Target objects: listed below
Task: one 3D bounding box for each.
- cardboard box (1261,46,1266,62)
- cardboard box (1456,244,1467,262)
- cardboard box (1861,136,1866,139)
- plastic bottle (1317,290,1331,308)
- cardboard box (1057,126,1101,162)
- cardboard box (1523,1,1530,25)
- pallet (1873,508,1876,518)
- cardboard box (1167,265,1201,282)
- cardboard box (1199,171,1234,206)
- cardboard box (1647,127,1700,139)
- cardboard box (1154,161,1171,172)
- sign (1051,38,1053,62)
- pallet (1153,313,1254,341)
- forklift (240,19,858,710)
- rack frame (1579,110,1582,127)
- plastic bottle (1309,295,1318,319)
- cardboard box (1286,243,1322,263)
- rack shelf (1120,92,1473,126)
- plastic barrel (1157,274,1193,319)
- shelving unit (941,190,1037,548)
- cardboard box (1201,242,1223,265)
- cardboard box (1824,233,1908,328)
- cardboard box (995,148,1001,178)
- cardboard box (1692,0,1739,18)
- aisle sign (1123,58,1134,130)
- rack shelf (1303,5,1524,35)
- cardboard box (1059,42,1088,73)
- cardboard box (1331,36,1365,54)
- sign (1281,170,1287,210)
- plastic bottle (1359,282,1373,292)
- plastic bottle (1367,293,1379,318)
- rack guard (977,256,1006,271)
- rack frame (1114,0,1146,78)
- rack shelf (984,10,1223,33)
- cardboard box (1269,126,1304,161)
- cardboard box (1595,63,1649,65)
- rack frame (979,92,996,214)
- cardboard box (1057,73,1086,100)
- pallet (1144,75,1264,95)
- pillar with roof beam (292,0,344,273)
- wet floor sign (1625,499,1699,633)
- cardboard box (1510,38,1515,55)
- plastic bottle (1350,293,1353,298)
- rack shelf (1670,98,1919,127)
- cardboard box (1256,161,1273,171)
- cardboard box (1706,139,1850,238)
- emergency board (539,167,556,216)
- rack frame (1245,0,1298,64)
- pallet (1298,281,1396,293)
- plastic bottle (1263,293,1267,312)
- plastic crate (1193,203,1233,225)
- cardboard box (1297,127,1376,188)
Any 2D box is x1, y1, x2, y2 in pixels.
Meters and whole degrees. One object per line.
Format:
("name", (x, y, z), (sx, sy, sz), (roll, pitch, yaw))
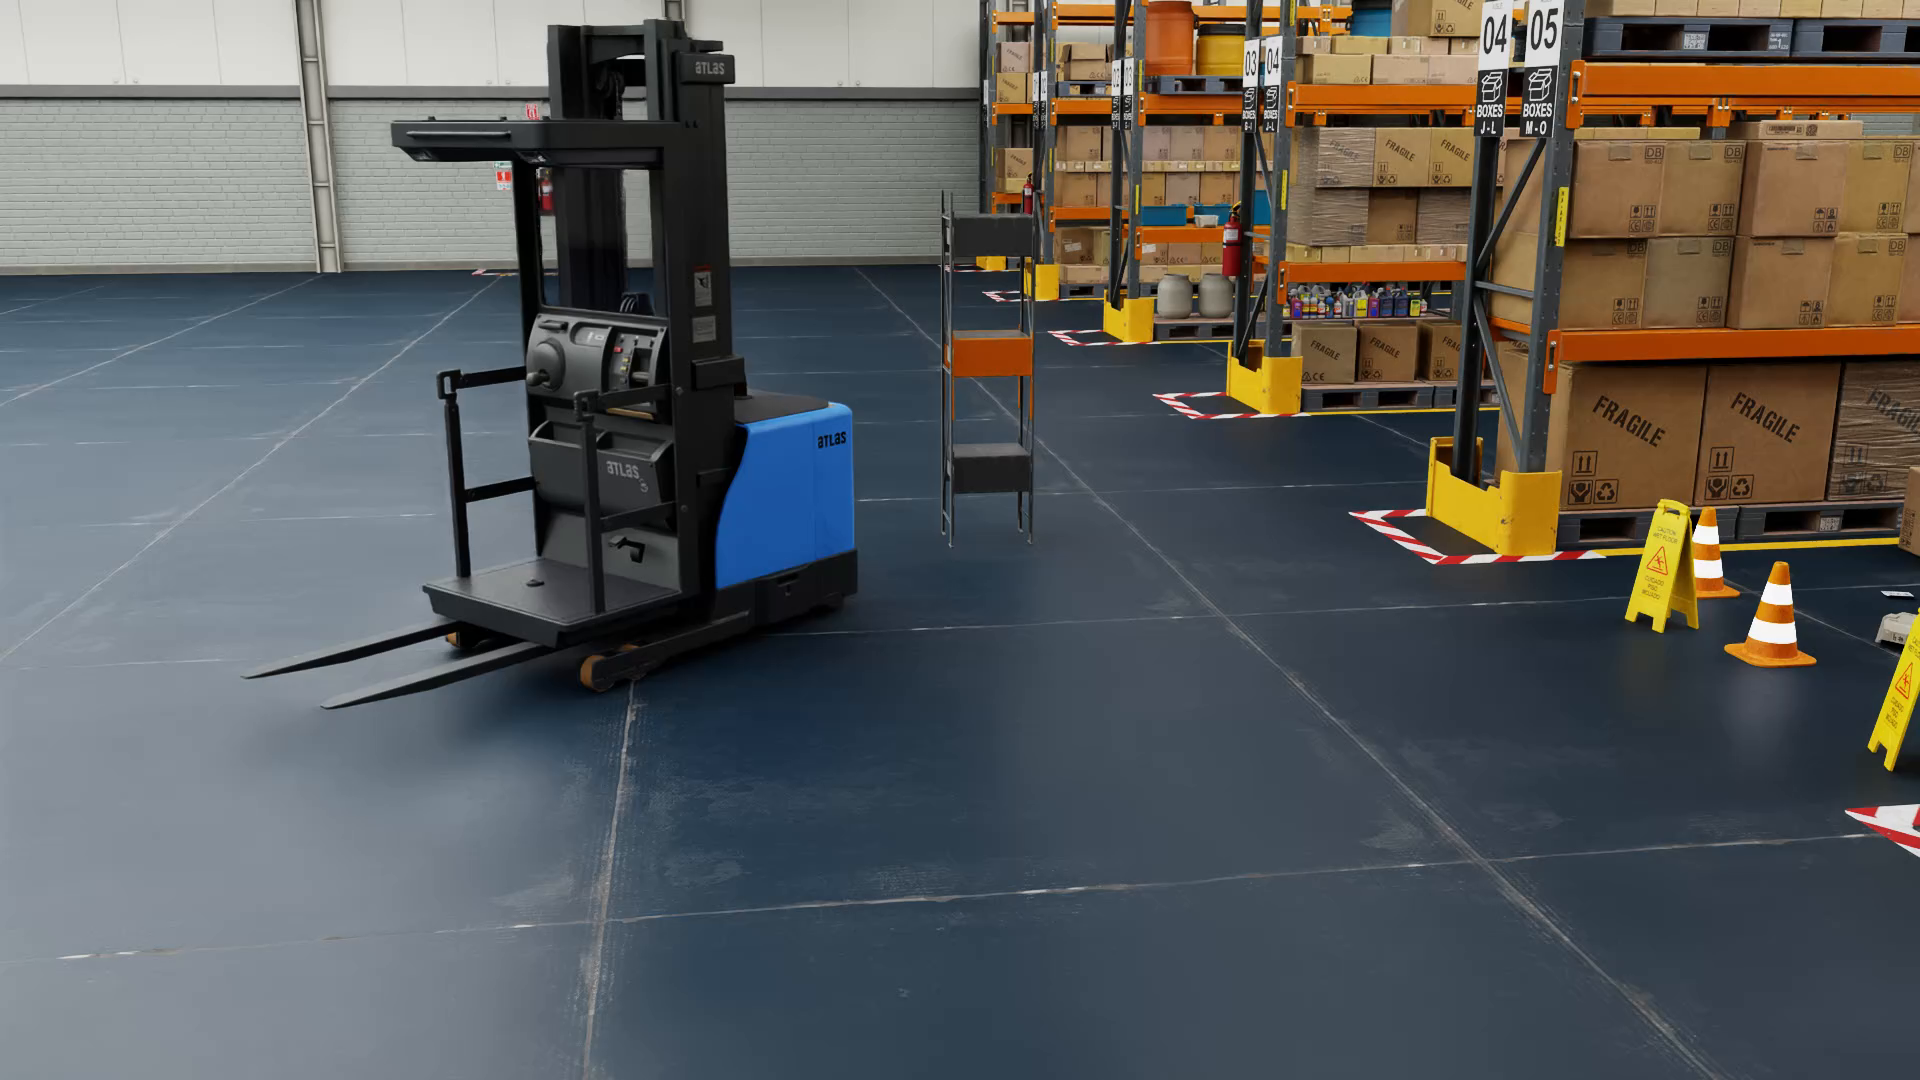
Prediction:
("cardboard box", (4.630, -7.048, 24.634), (0.500, 0.500, 0.500), (-1, 14, -4))
("cardboard box", (4.499, -2.562, 14.786), (0.250, 0.149, 0.380), (-2, 14, -8))
("cardboard box", (13.586, -6.000, 25.720), (0.500, 0.500, 0.500), (-2, 14, -7))
("plastic bottle", (4.482, -2.942, 20.480), (0.135, 0.276, 0.152), (-2, 14, -8))
("cardboard box", (1.728, -5.776, 24.214), (0.500, 0.500, 0.700), (-2, 14, -8))
("cardboard box", (3.602, -3.181, 10.023), (0.250, 0.149, 0.380), (-2, 14, -8))
("pallet", (6.515, -0.286, 10.929), (1.213, 0.211, 1.003), (-2, 14, -8))
("cardboard box", (3.259, -3.972, 24.684), (0.500, 0.250, 0.500), (-2, 14, -8))
("cardboard box", (3.713, -5.220, 24.666), (0.500, 0.500, 0.700), (-2, 14, -7))
("cardboard box", (6.236, -3.440, 14.898), (0.500, 0.500, 0.500), (-2, 14, -8))
("cardboard box", (2.906, -5.455, 24.268), (0.250, 0.149, 0.380), (-2, 14, -9))
("sign", (1.289, -6.866, 23.307), (0.005, 0.325, 0.100), (-2, 14, -8))
("pallet", (2.819, -2.580, 20.077), (1.213, 0.211, 1.003), (-2, 14, -8))
("forklift", (-1.847, -0.873, 7.679), (1.130, 2.935, 3.031), (11, 18, 37))
("rack frame", (9.123, -5.372, 25.477), (0.127, 3.000, 1.000), (-2, 14, -8))
("plastic bottle", (4.224, -2.788, 19.875), (0.097, 0.271, 0.097), (0, 14, 0))
("cardboard box", (3.002, -2.530, 14.662), (0.250, 0.149, 0.380), (-2, 14, -8))
("rack shelf", (3.924, -5.069, 19.581), (4.000, 0.370, 1.077), (-2, 14, -8))
("plastic barrel", (2.586, -2.930, 19.990), (0.421, 0.512, 0.421), (0, 14, 0))
("shelving unit", (0.164, -1.024, 9.990), (0.503, 2.100, 0.431), (-2, 14, -8))
("cardboard box", (3.752, -4.357, 24.678), (0.500, 0.500, 0.500), (-2, 14, -8))
("cardboard box", (5.315, -1.644, 10.303), (0.500, 0.550, 0.875), (-2, 14, -8))
("cardboard box", (0.905, -6.643, 29.268), (0.500, 0.500, 0.500), (-2, 14, -9))
("cardboard box", (4.210, -3.042, 9.465), (0.250, 0.149, 0.380), (-2, 14, -8))
("aisle sign", (1.919, -5.079, 18.962), (0.004, 0.787, 0.394), (-2, 14, -8))
("rack shelf", (7.145, -7.667, 24.594), (4.000, 0.370, 1.077), (-2, 14, -8))
("cardboard box", (1.896, -8.255, 28.502), (0.500, 0.500, 0.500), (-2, 14, -7))
("cardboard box", (3.262, -4.215, 14.187), (0.250, 0.149, 0.380), (-2, 14, -7))
("sign", (2.765, -2.989, 14.193), (0.005, 0.325, 0.100), (-2, 14, -8))
("plastic bottle", (5.042, -3.035, 20.698), (0.185, 0.351, 0.144), (-2, 14, -7))
("plastic bottle", (4.963, -2.816, 19.964), (0.133, 0.283, 0.061), (-1, 14, -5))
("rack guard", (0.546, -5.064, 29.387), (0.348, 0.500, 1.175), (-2, 14, -8))
("rack frame", (1.947, -6.801, 18.840), (0.127, 3.000, 1.000), (-2, 14, -8))
("rack shelf", (2.448, -8.906, 28.719), (4.000, 0.370, 1.077), (-2, 14, -8))
("cardboard box", (4.730, -5.887, 24.659), (0.500, 0.500, 0.700), (-2, 14, -8))
("cardboard box", (5.710, -4.131, 14.669), (0.500, 0.250, 0.500), (-2, 14, -7))
("rack frame", (0.471, -6.274, 29.072), (0.127, 3.000, 1.000), (-2, 14, -8))
("cardboard box", (1.888, -7.770, 28.623), (0.500, 0.500, 0.500), (-1, 14, -6))
("pallet", (2.779, -5.261, 19.253), (1.213, 0.211, 1.003), (-2, 14, -8))
("pillar with roof beam", (-10.191, -7.947, 23.410), (0.400, 9.000, 9.100), (-2, 14, -8))
("wet floor sign", (3.590, 0.117, 8.430), (0.232, 0.644, 0.267), (-5, 15, -18))
("cardboard box", (4.779, -4.301, 14.528), (0.250, 0.149, 0.380), (-3, 14, -10))
("plastic bottle", (4.758, -2.844, 20.075), (0.133, 0.283, 0.061), (-2, 14, -8))
("rack shelf", (8.617, -4.023, 15.409), (4.000, 0.370, 1.077), (-2, 14, -8))
("cardboard box", (4.427, -5.510, 24.489), (0.250, 0.149, 0.380), (-3, 14, -10))
("cardboard box", (4.800, -2.133, 10.033), (0.550, 0.550, 0.875), (-2, 14, -8))
("emergency board", (-7.348, -6.209, 28.815), (0.643, 1.169, 0.194), (-2, 14, -8))
("rack frame", (2.684, -5.609, 14.089), (0.127, 3.000, 1.000), (-2, 14, -8))
("pallet", (5.890, -3.911, 25.382), (1.213, 0.211, 1.003), (-2, 14, -8))
("plastic bottle", (3.810, -2.967, 20.567), (0.133, 0.283, 0.061), (-2, 14, -7))
("plastic crate", (3.040, -3.931, 20.035), (0.408, 0.251, 0.499), (-2, 14, -8))
("cardboard box", (3.269, -3.332, 14.467), (0.500, 0.500, 0.500), (-2, 14, -8))
